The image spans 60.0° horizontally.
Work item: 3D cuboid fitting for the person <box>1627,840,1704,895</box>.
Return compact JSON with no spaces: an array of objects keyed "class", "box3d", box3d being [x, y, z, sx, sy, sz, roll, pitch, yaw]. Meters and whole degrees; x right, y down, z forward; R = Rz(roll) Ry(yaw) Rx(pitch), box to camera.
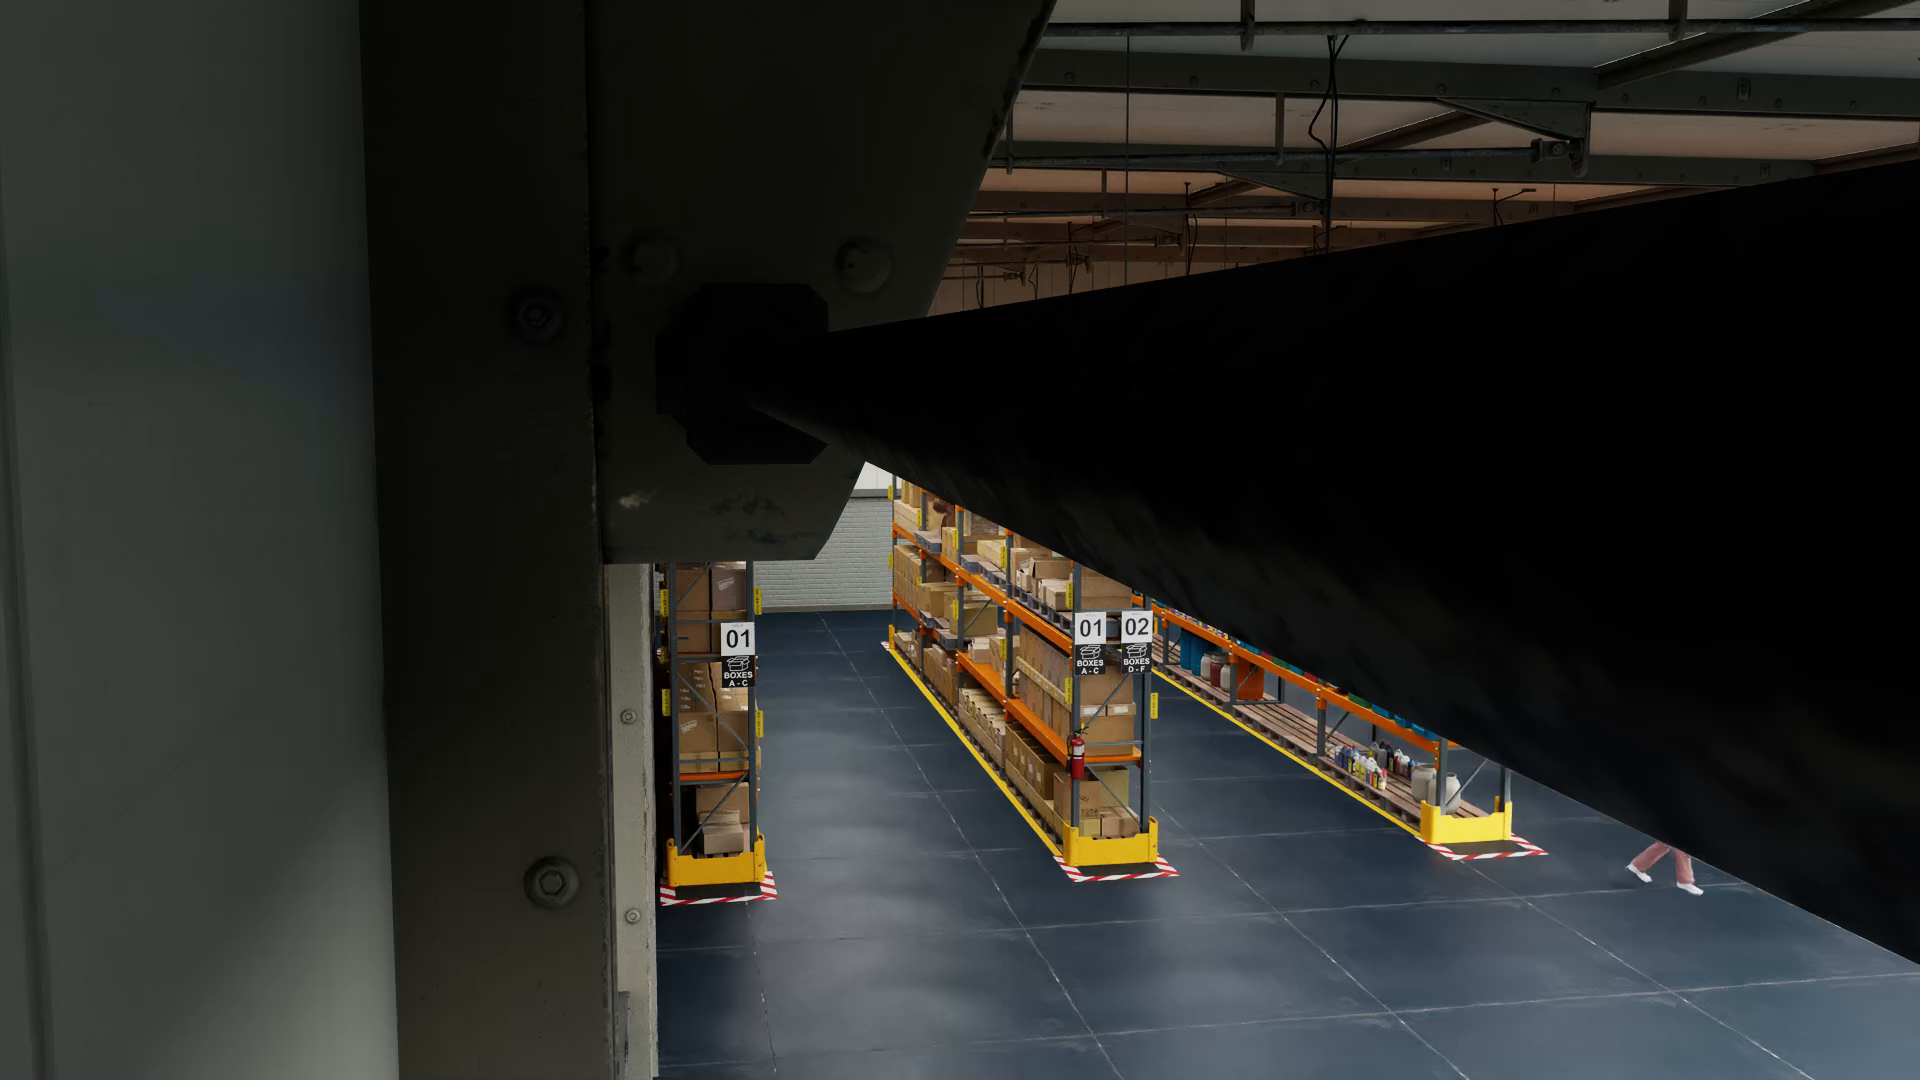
[{"class":"person","box3d":[8.473,3.350,19.893,0.846,1.689,0.575,3,7,23]}]
